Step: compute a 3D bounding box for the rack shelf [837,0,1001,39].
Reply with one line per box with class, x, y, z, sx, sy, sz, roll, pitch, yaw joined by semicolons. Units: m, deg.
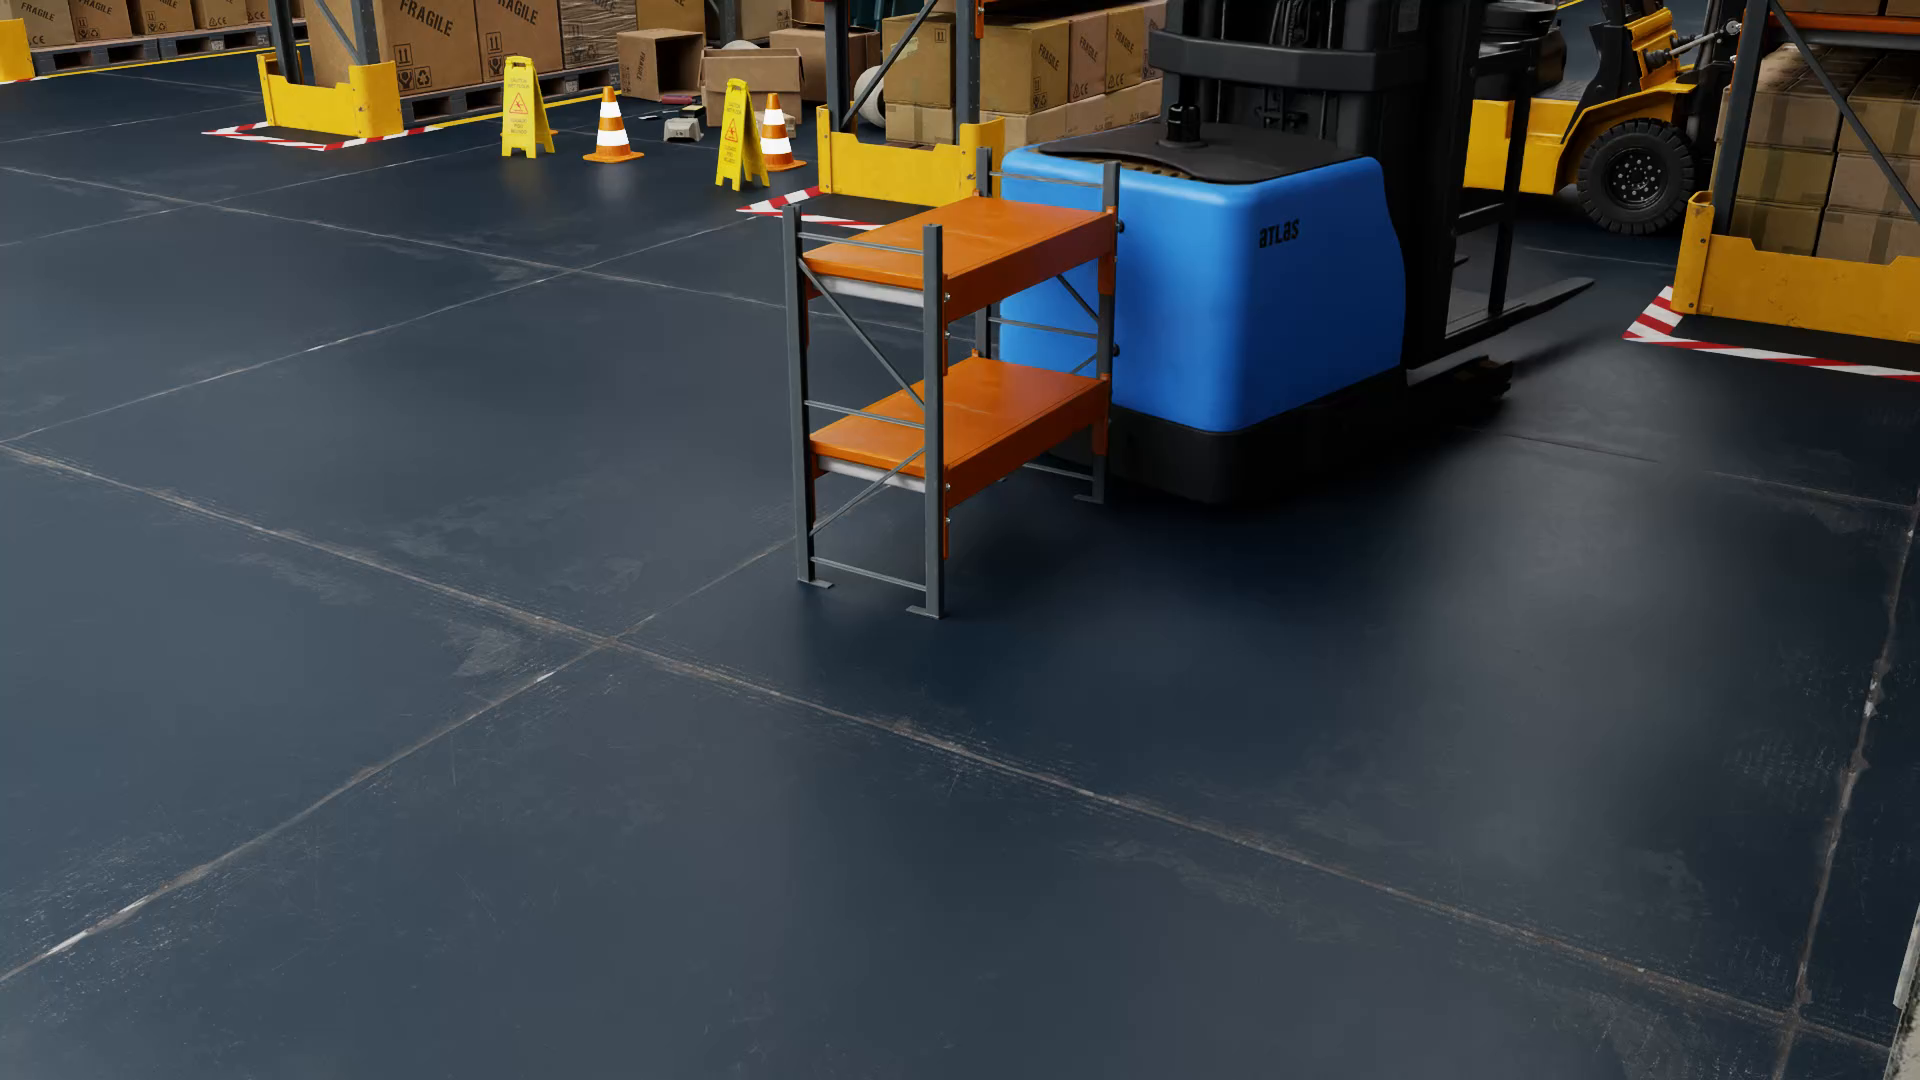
rack shelf;0.714;-3.766;11.080;1.077;0.370;4.000;14;27;29

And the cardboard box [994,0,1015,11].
cardboard box;0.132;-3.541;10.827;0.380;0.149;0.250;14;27;30

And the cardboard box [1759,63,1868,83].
cardboard box;4.120;-2.167;8.153;0.500;0.250;0.500;14;27;30

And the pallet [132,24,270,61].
pallet;-7.617;-4.921;16.352;1.003;0.211;1.213;14;27;29

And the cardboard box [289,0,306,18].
cardboard box;-6.895;-5.767;17.415;0.500;0.500;0.500;13;27;27

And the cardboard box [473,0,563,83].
cardboard box;-3.836;-4.183;13.282;0.875;0.875;0.875;13;27;28

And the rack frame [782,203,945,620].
rack frame;-0.265;-0.347;4.635;0.500;1.125;0.032;14;27;29

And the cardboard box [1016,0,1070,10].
cardboard box;0.404;-3.367;11.241;0.500;0.500;0.500;13;27;28

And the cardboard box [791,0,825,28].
cardboard box;-1.727;-5.488;16.455;1.050;0.750;0.750;14;27;29

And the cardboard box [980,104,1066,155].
cardboard box;0.319;-2.567;10.336;0.500;0.250;0.500;14;27;29

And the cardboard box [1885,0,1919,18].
cardboard box;4.375;-2.538;7.210;0.500;0.500;0.500;15;27;31

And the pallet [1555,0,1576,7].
pallet;7.099;-6.846;20.798;1.003;0.211;1.213;14;27;29

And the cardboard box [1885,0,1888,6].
cardboard box;4.196;-2.823;7.869;0.500;0.500;0.500;15;27;31

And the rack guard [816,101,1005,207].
rack guard;-0.301;-2.300;9.934;1.175;0.500;0.348;14;27;29

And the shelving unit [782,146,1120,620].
shelving unit;0.004;-0.518;5.032;0.538;1.125;1.048;14;27;29

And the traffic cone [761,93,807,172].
traffic cone;-1.210;-2.673;10.842;0.336;0.463;0.334;14;27;29

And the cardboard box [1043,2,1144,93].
cardboard box;0.875;-3.264;11.003;0.500;0.500;0.500;14;27;30

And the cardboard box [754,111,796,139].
cardboard box;-1.366;-2.979;11.944;0.250;0.149;0.380;-12;26;-26

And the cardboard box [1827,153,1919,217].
cardboard box;4.302;-1.658;7.608;0.500;0.250;0.500;14;27;30

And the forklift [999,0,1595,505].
forklift;1.511;-1.951;6.068;1.130;2.935;3.031;21;31;40

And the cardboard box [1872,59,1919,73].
cardboard box;4.825;-2.231;8.301;0.500;0.250;0.500;14;27;29

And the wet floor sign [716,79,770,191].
wet floor sign;-1.351;-2.501;10.216;0.232;0.644;0.267;-17;29;-35

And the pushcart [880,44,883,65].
pushcart;-0.195;-4.029;14.082;1.648;0.377;0.936;5;24;11

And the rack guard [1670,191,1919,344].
rack guard;3.865;-1.227;7.456;1.175;0.500;0.348;14;27;29

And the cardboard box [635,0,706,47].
cardboard box;-2.881;-4.795;14.696;0.875;0.875;0.875;14;27;30

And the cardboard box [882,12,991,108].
cardboard box;-0.140;-3.022;10.443;0.500;0.500;0.500;14;27;29

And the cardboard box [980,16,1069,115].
cardboard box;0.331;-2.919;10.206;0.500;0.500;0.500;13;27;27

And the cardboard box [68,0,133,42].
cardboard box;-8.131;-4.960;15.550;0.500;0.500;0.500;-20;31;-39

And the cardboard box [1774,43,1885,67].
cardboard box;4.651;-2.509;8.943;0.500;0.250;0.500;13;27;28

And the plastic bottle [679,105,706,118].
plastic bottle;-2.051;-3.305;12.808;0.133;0.061;0.283;5;24;11

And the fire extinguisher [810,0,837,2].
fire extinguisher;-0.793;-3.444;9.527;0.296;0.674;0.183;14;27;29

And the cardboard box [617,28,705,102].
cardboard box;-2.437;-3.890;13.603;0.500;0.500;0.500;20;30;38

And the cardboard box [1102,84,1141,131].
cardboard box;0.872;-2.924;11.162;0.500;0.250;0.500;16;28;32

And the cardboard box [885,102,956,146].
cardboard box;-0.131;-2.690;10.620;0.500;0.250;0.500;14;27;29

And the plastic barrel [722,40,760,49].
plastic barrel;-1.785;-3.888;13.699;0.421;0.421;0.512;-7;24;-17

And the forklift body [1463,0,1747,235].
forklift body;3.328;-3.015;9.508;2.313;2.155;1.214;14;27;29

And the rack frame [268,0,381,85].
rack frame;-4.600;-4.425;11.695;1.000;3.000;0.127;14;27;29

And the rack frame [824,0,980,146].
rack frame;-0.341;-3.422;9.378;1.000;3.000;0.127;14;27;29

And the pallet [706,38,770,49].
pallet;-2.147;-4.771;16.006;1.003;0.211;1.213;14;27;29

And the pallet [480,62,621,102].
pallet;-3.600;-3.841;13.858;1.003;0.211;1.213;14;27;29

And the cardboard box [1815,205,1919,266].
cardboard box;4.303;-1.438;7.729;0.500;0.250;0.500;14;27;29

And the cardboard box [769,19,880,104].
cardboard box;-1.079;-3.779;13.175;0.797;0.637;0.503;14;27;29

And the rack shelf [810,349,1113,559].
rack shelf;0.004;-0.294;5.129;0.538;0.278;1.000;14;27;29

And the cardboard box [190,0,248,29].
cardboard box;-7.452;-5.346;16.442;0.500;0.500;0.500;11;26;24

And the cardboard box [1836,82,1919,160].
cardboard box;4.292;-1.895;7.525;0.500;0.250;0.500;13;27;28

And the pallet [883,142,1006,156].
pallet;0.157;-2.434;10.608;1.003;0.211;1.213;14;27;29

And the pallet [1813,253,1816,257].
pallet;4.245;-1.370;8.149;1.003;0.211;1.213;14;27;29
